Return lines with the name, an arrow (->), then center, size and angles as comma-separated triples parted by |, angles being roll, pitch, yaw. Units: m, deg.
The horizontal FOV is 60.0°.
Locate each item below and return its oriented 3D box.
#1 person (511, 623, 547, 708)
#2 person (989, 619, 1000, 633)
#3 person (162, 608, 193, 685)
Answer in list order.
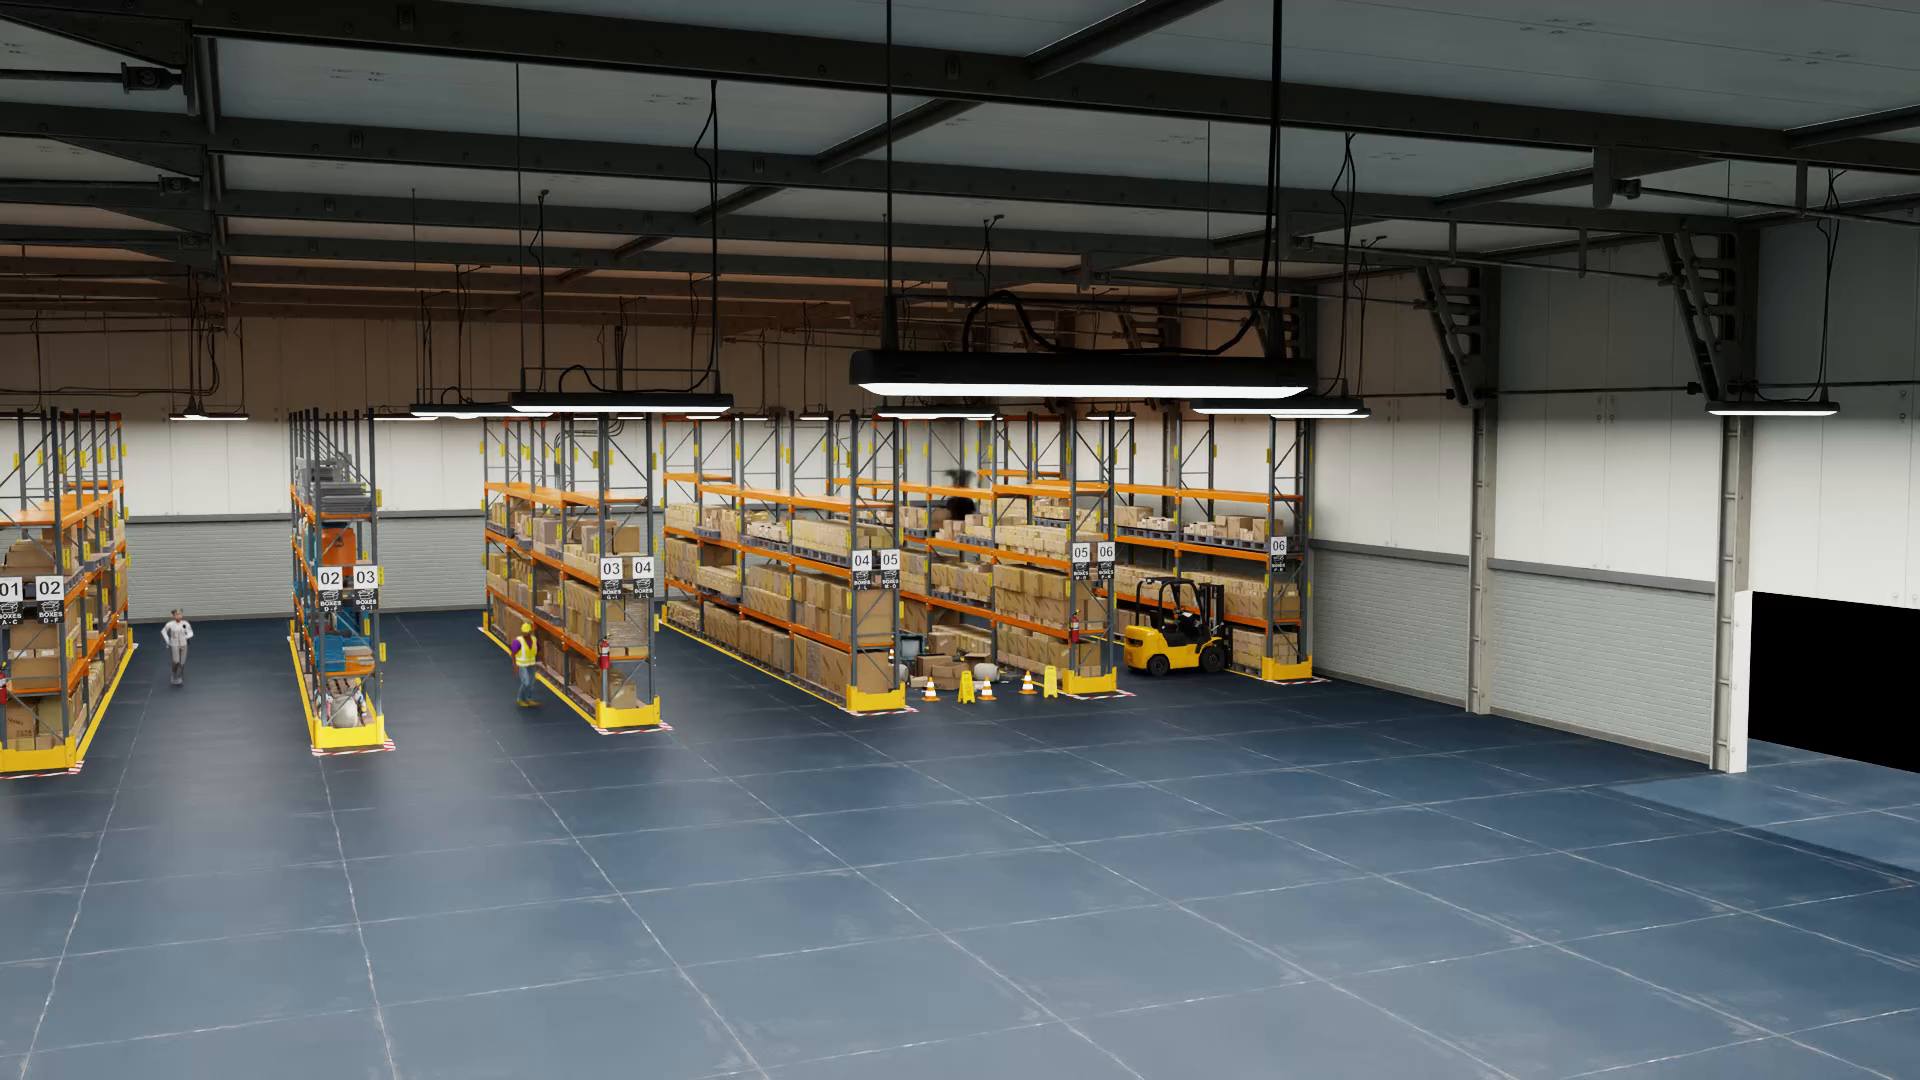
person -> -8.714, 2.520, 33.459 | 0.620, 1.730, 0.636 | 3, 5, 36
person -> 0.925, 1.772, 43.793 | 0.712, 1.772, 0.969 | -2, 4, -21
person -> -17.101, 2.327, 36.391 | 0.603, 1.678, 0.649 | -3, 5, -32
